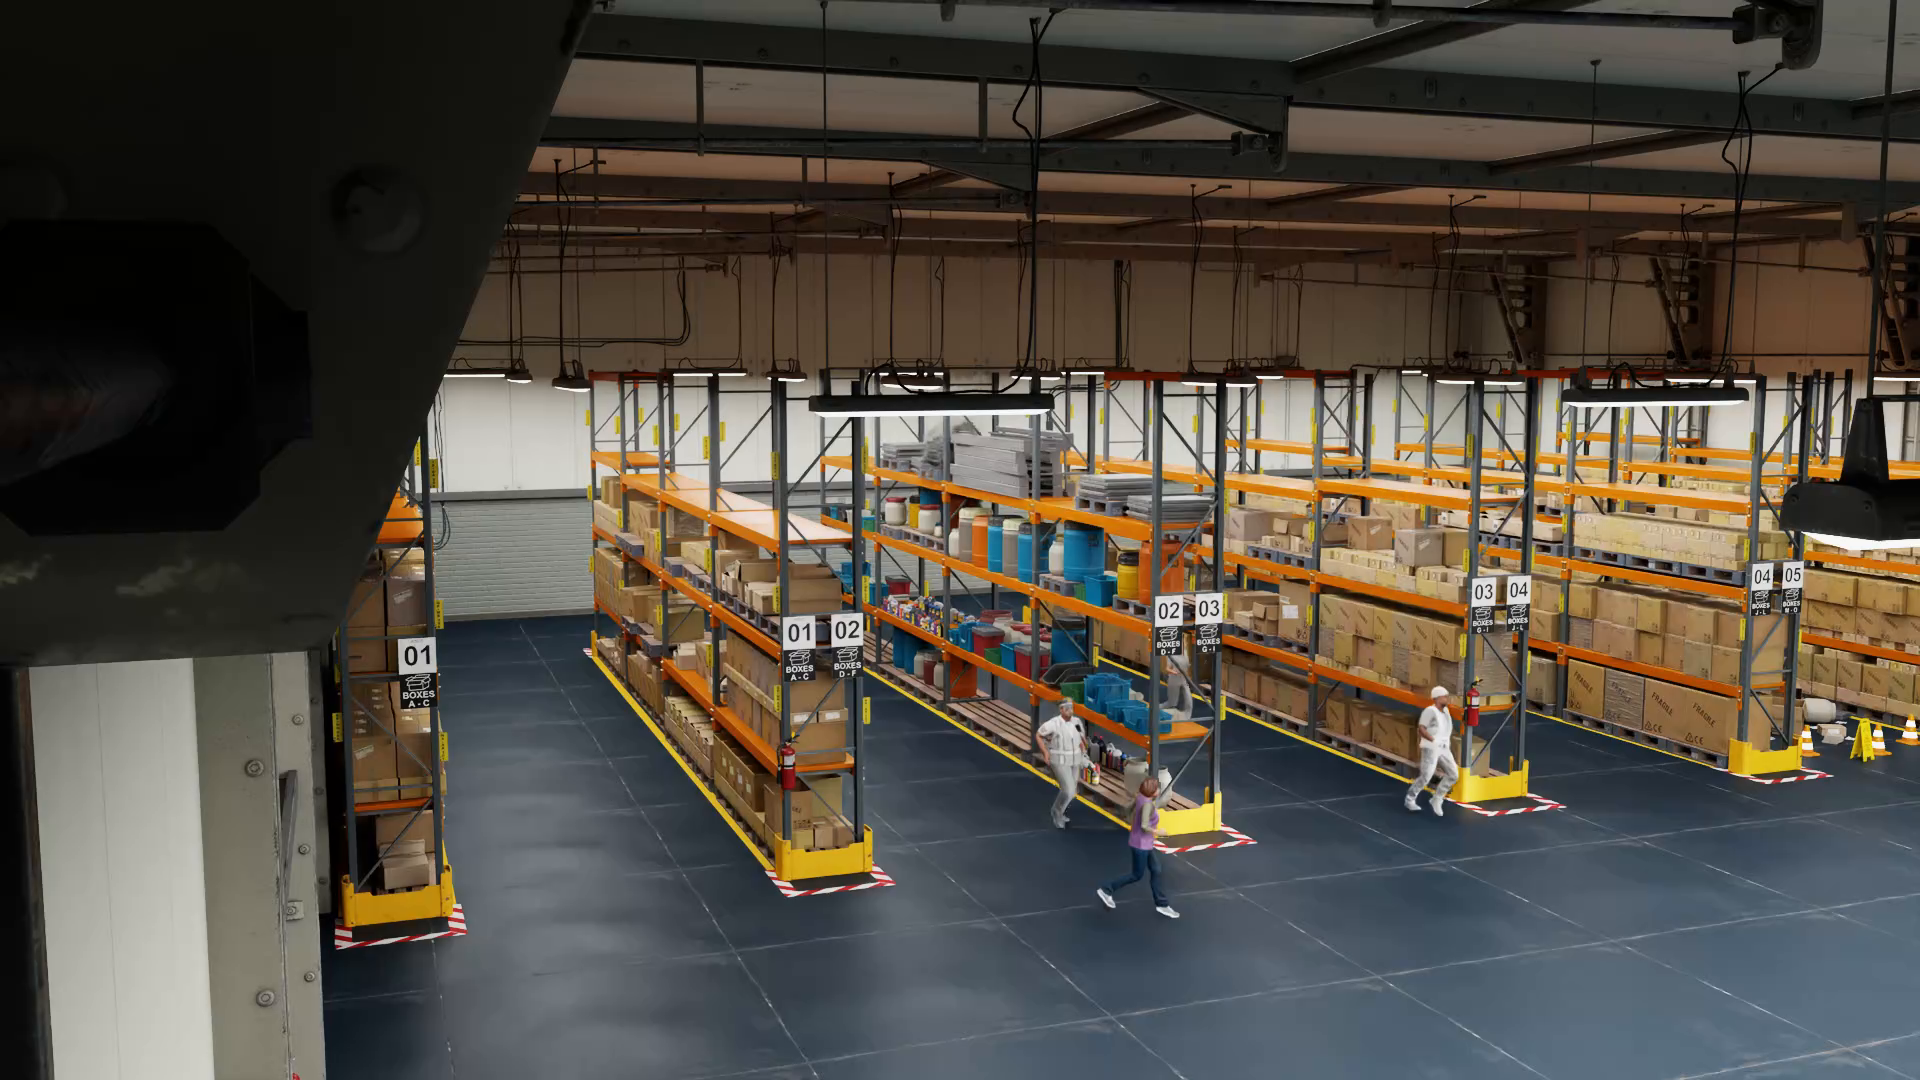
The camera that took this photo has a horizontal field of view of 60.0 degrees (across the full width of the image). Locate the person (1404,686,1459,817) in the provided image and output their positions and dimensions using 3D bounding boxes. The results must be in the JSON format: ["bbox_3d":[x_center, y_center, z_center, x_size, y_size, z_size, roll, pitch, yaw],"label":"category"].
[{"bbox_3d":[6.595,2.908,23.000,0.744,1.775,0.655,-5,8,-39],"label":"person"}]

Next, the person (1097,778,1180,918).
[{"bbox_3d":[2.014,3.458,18.708,0.925,1.594,0.564,0,6,1],"label":"person"}]

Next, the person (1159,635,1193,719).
[{"bbox_3d":[3.617,2.399,27.884,0.550,1.651,0.926,-5,8,-35],"label":"person"}]

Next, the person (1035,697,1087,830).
[{"bbox_3d":[1.432,2.983,22.213,0.637,1.793,0.684,-4,8,-33],"label":"person"}]
